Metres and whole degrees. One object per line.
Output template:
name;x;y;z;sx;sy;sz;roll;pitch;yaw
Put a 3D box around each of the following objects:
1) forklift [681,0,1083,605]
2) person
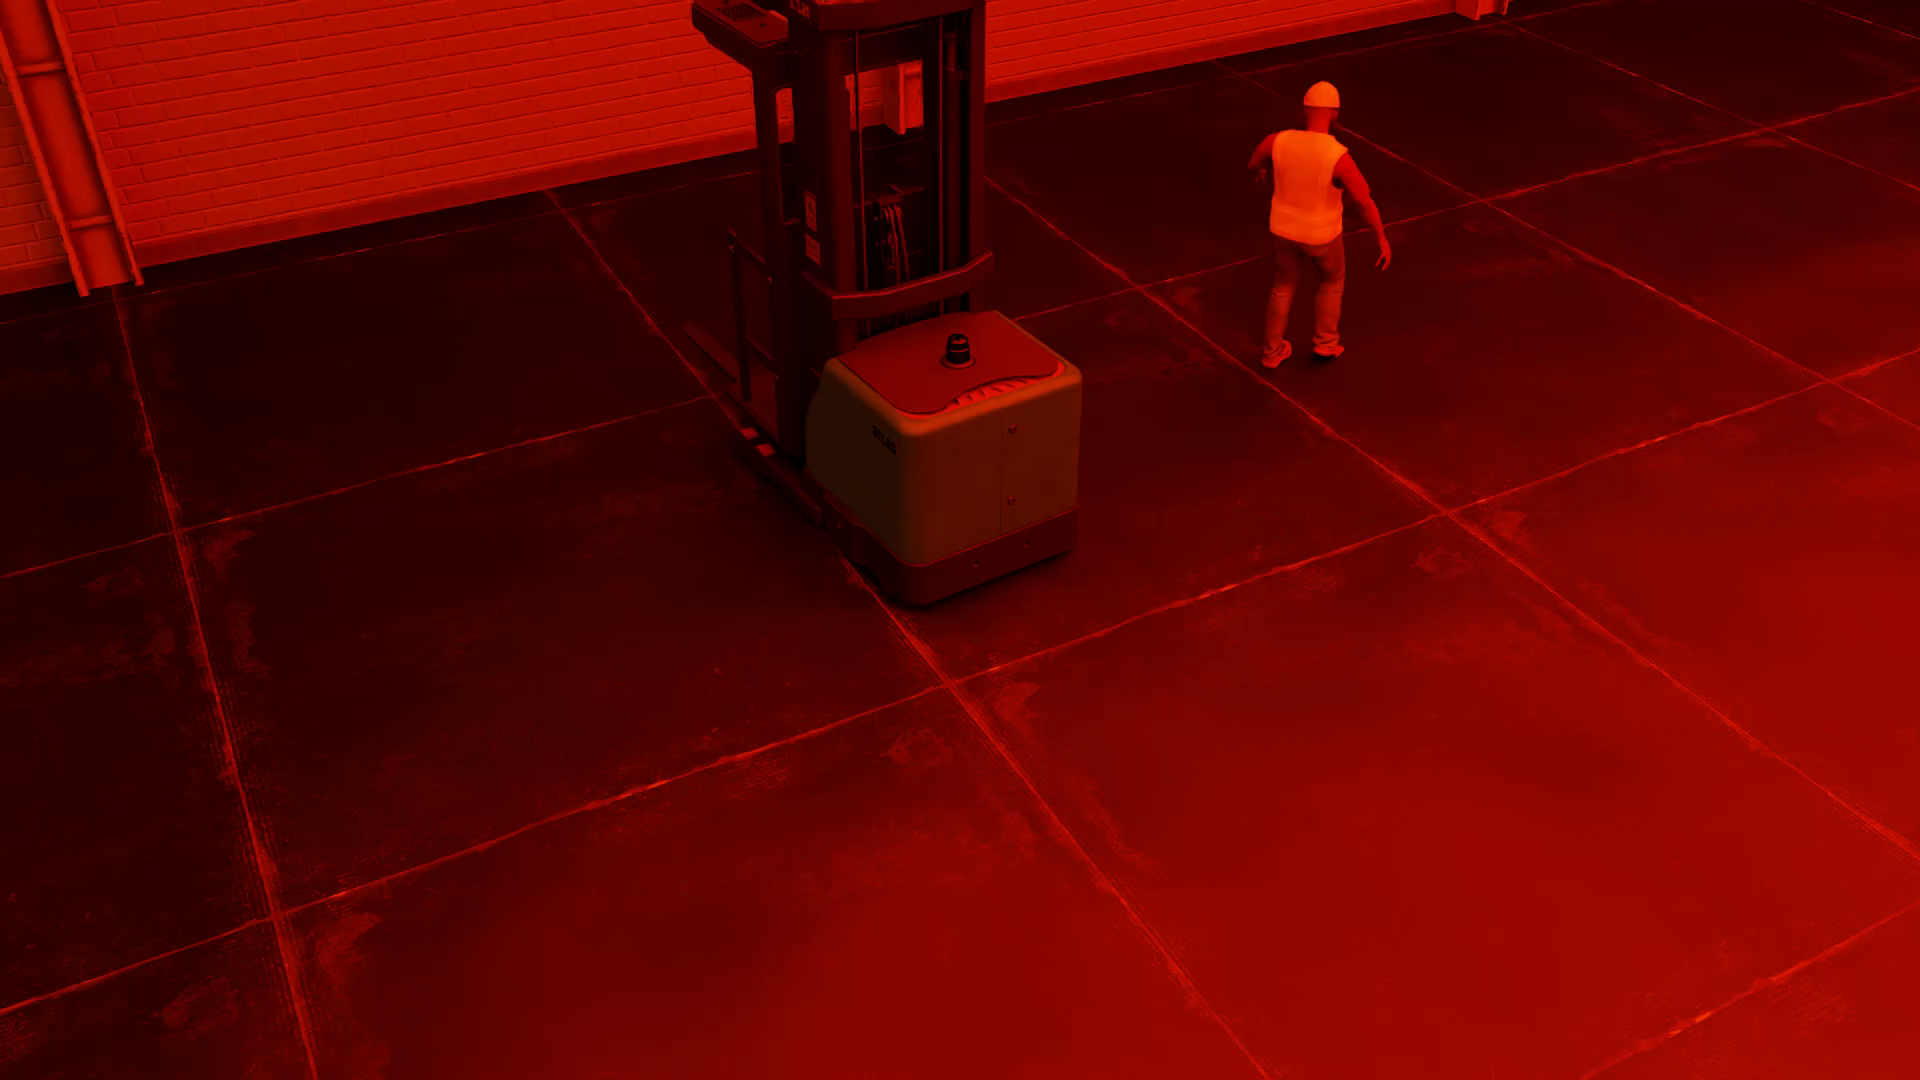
forklift;-0.609;-1.696;8.522;1.130;2.935;3.031;-20;40;-26
person;2.097;-1.839;9.800;1.032;1.792;0.592;24;42;30
